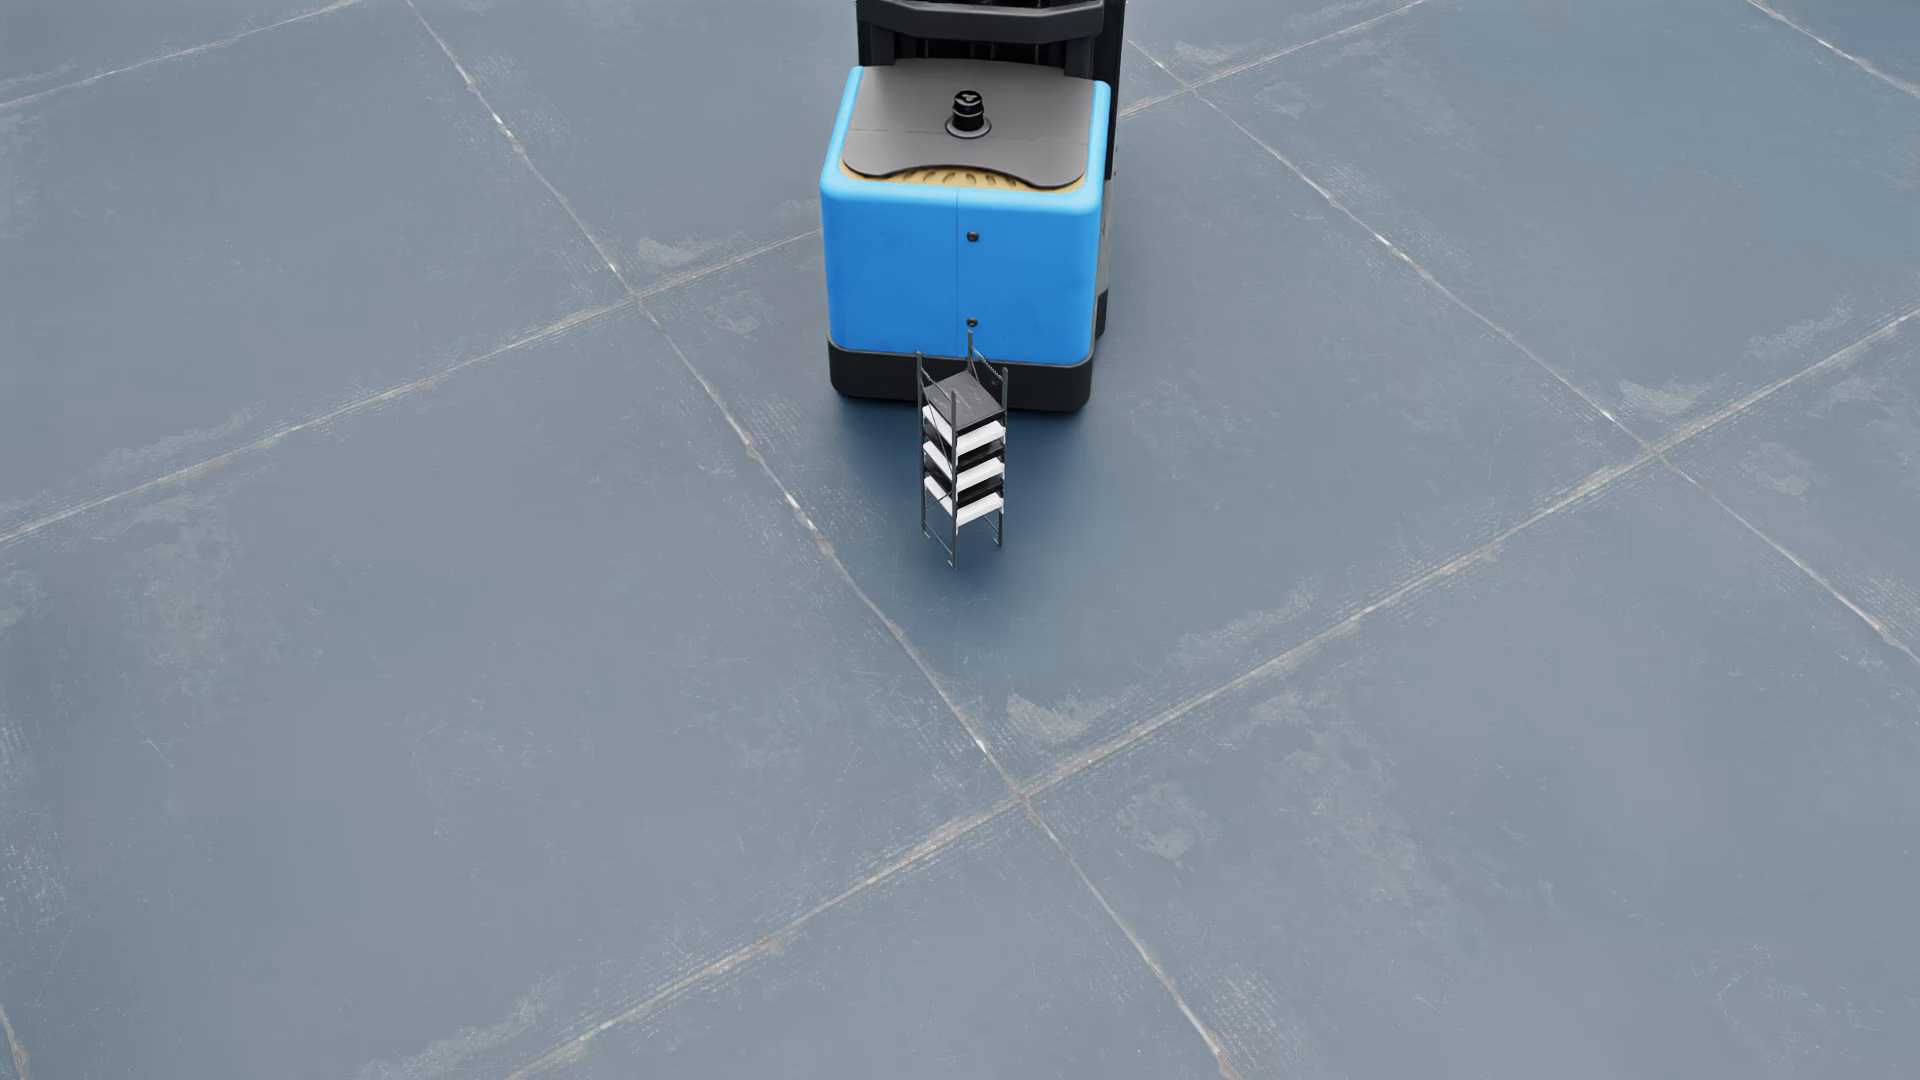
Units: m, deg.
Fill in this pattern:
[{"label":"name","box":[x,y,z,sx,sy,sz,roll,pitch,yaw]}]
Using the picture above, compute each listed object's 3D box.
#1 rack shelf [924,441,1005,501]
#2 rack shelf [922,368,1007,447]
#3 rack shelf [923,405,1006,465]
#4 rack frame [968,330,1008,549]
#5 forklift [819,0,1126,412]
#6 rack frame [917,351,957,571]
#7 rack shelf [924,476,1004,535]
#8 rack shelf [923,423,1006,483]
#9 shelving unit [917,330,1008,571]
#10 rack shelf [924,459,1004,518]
[{"label":"rack shelf","box":[0.007,-0.280,5.942,0.200,0.077,0.258,-25,53,-21]},{"label":"rack shelf","box":[0.007,-0.460,5.740,0.200,0.077,0.258,-25,53,-21]},{"label":"rack shelf","box":[0.007,-0.400,5.807,0.200,0.077,0.258,-25,53,-21]},{"label":"rack frame","box":[0.093,-0.343,5.953,0.006,0.900,0.240,-25,53,-21]},{"label":"forklift","box":[0.150,-2.593,6.597,1.130,2.935,3.031,5,48,4]},{"label":"rack frame","box":[-0.079,-0.262,5.881,0.006,0.900,0.240,-25,53,-21]},{"label":"rack shelf","box":[0.007,-0.161,6.076,0.200,0.077,0.258,-25,53,-21]},{"label":"rack shelf","box":[0.007,-0.340,5.874,0.200,0.077,0.258,-25,53,-21]},{"label":"shelving unit","box":[0.007,-0.302,5.917,0.210,0.900,0.258,-25,53,-21]},{"label":"rack shelf","box":[0.007,-0.220,6.009,0.200,0.077,0.258,-25,53,-21]}]
